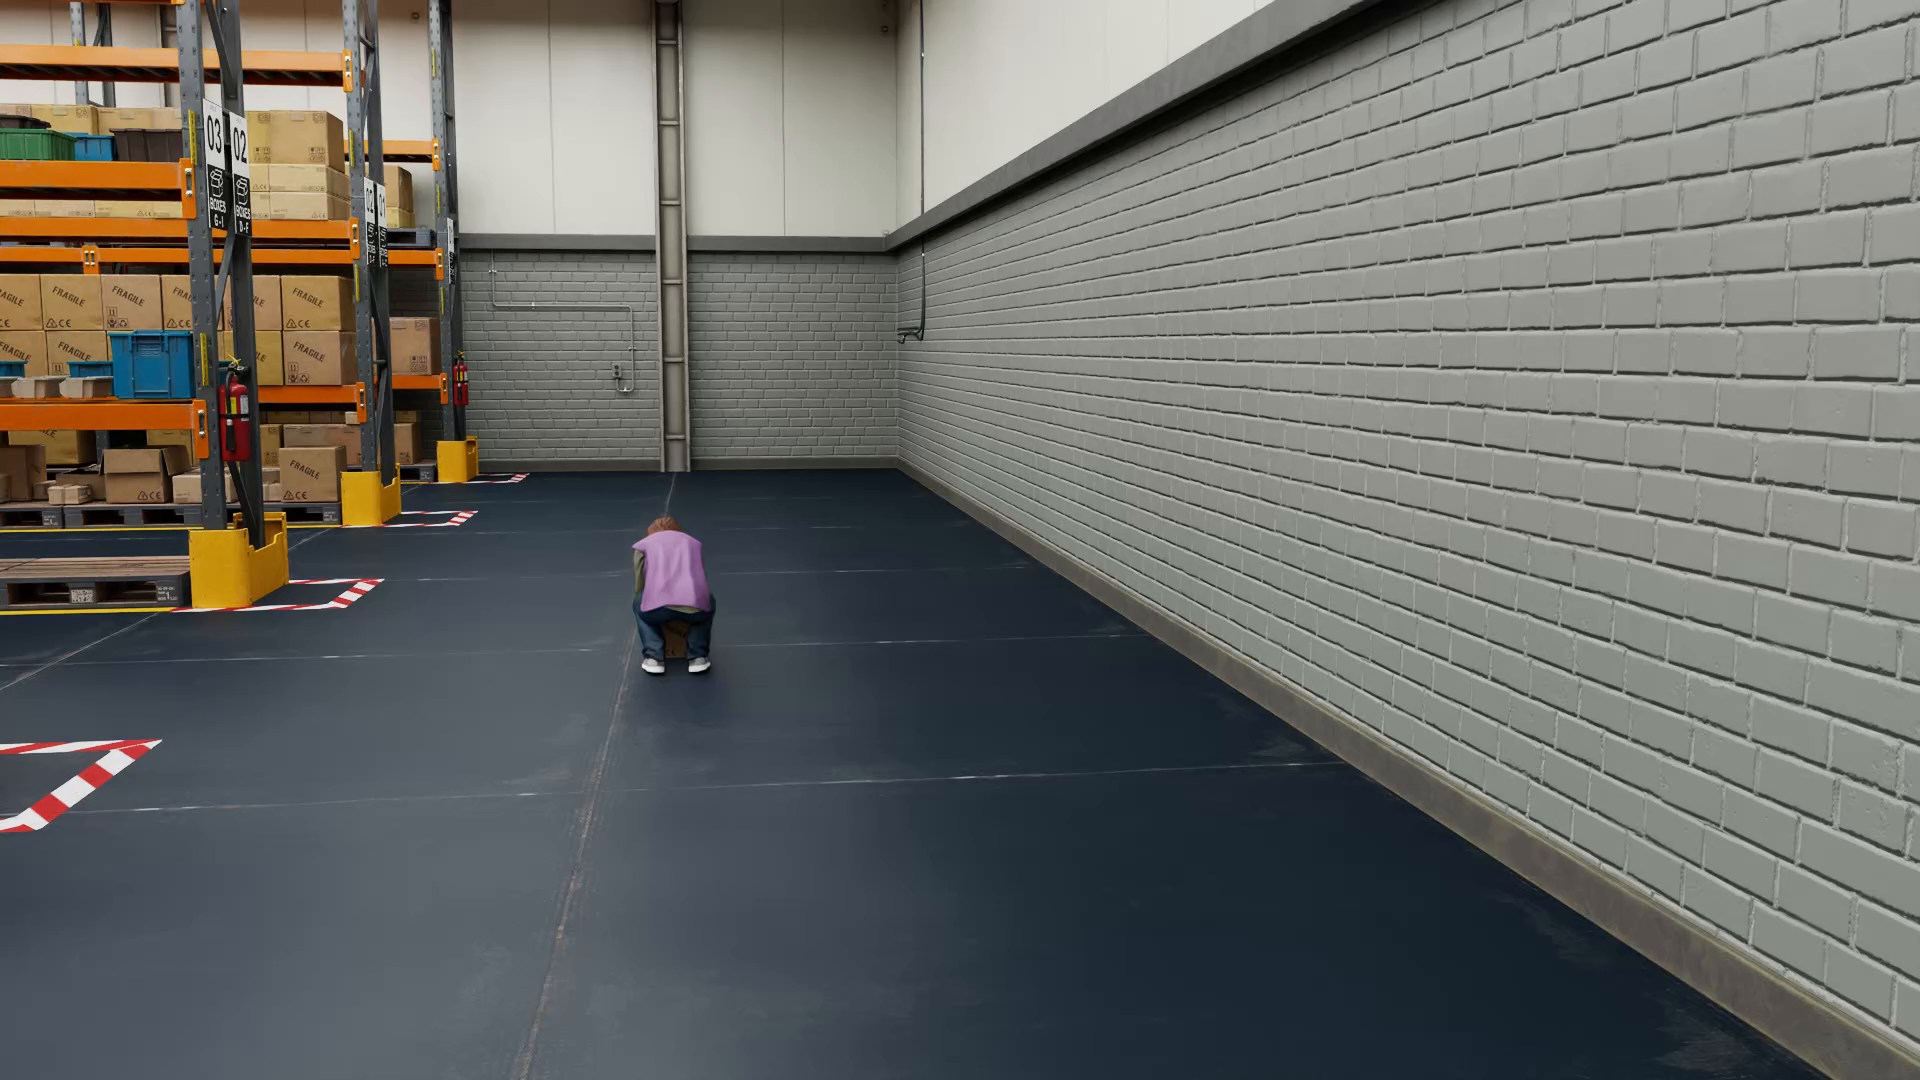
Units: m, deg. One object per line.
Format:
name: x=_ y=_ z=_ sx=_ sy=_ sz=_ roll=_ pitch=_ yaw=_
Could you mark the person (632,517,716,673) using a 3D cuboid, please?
person: x=-1.494 y=0.307 z=8.682 sx=0.438 sy=0.725 sz=0.808 roll=-1 pitch=7 yaw=-9
